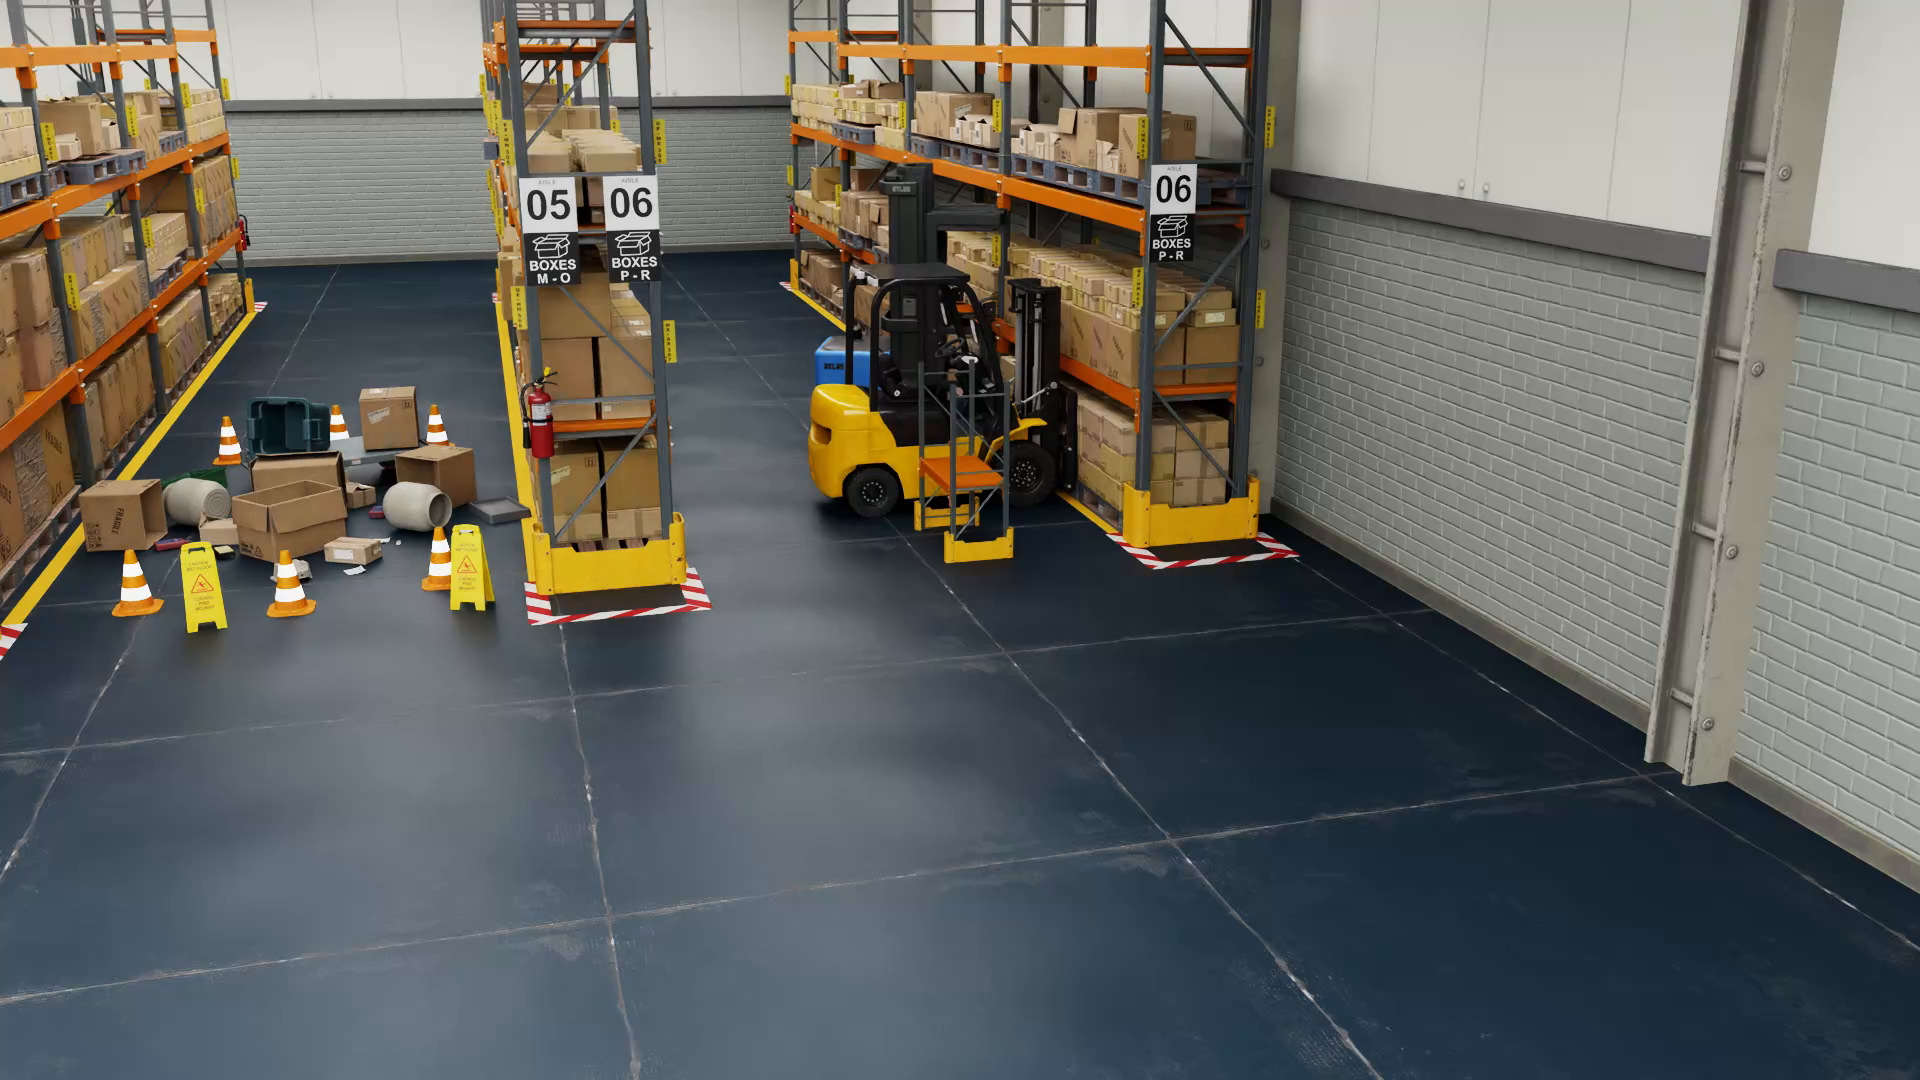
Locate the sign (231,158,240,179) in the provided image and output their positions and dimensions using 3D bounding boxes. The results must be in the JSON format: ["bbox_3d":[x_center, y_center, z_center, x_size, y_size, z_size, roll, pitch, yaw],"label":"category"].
[{"bbox_3d":[-11.356,-5.823,26.061,0.100,0.325,0.005,-5,17,-15],"label":"sign"}]

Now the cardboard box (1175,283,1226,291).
[{"bbox_3d":[2.105,-2.155,14.594,0.380,0.149,0.250,-4,17,-13],"label":"cardboard box"}]

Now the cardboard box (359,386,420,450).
[{"bbox_3d":[-5.569,-1.195,16.246,0.500,0.500,0.500,-5,17,-15],"label":"cardboard box"}]

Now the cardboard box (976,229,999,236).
[{"bbox_3d":[0.414,-3.682,20.196,0.380,0.149,0.250,-5,17,-16],"label":"cardboard box"}]

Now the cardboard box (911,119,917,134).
[{"bbox_3d":[-0.390,-5.132,20.611,0.380,0.166,0.250,-5,17,-15],"label":"cardboard box"}]

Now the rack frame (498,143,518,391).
[{"bbox_3d":[-4.965,-3.285,20.175,1.000,3.000,0.127,-5,17,-15],"label":"rack frame"}]

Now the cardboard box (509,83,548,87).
[{"bbox_3d":[-6.466,-6.497,24.570,0.797,0.503,0.637,-3,17,-11],"label":"cardboard box"}]

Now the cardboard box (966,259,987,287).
[{"bbox_3d":[0.376,-2.997,18.607,0.500,0.250,0.500,-5,17,-17],"label":"cardboard box"}]

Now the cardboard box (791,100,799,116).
[{"bbox_3d":[-2.533,-7.254,27.918,0.500,0.250,0.500,-5,17,-16],"label":"cardboard box"}]

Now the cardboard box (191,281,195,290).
[{"bbox_3d":[-11.793,-3.819,25.143,0.380,0.149,0.250,-6,18,-18],"label":"cardboard box"}]

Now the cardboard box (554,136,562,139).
[{"bbox_3d":[-4.166,-3.895,16.521,0.500,0.250,0.500,-5,17,-16],"label":"cardboard box"}]

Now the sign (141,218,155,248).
[{"bbox_3d":[-9.164,-3.465,18.761,0.100,0.325,0.005,-5,17,-15],"label":"sign"}]

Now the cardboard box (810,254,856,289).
[{"bbox_3d":[-2.118,-4.479,27.765,0.700,0.500,0.500,-4,17,-13],"label":"cardboard box"}]

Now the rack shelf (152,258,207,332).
[{"bbox_3d":[-10.247,-3.075,20.724,1.077,0.370,4.000,-5,17,-15],"label":"rack shelf"}]

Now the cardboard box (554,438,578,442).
[{"bbox_3d":[-3.403,-0.924,13.931,0.380,0.149,0.250,-4,17,-14],"label":"cardboard box"}]

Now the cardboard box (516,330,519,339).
[{"bbox_3d":[-4.013,-2.225,15.955,0.500,0.500,0.500,-5,17,-15],"label":"cardboard box"}]

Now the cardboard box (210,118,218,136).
[{"bbox_3d":[-11.246,-6.060,24.458,0.500,0.250,0.500,-4,17,-13],"label":"cardboard box"}]

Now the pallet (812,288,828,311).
[{"bbox_3d":[-1.820,-3.978,27.327,1.003,0.211,1.213,-5,17,-15],"label":"pallet"}]

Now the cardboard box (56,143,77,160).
[{"bbox_3d":[-8.733,-3.733,15.984,0.380,0.149,0.250,-5,17,-15],"label":"cardboard box"}]

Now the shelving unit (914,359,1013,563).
[{"bbox_3d":[0.021,-0.697,14.166,0.587,1.500,1.083,-5,17,-15],"label":"shelving unit"}]

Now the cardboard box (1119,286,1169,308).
[{"bbox_3d":[1.606,-2.115,14.460,0.380,0.149,0.250,-5,17,-15],"label":"cardboard box"}]

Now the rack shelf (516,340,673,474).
[{"bbox_3d":[-3.317,-1.281,14.753,1.077,0.370,4.000,-5,17,-15],"label":"rack shelf"}]

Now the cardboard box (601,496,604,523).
[{"bbox_3d":[-2.856,-0.343,14.431,0.500,0.250,0.500,-4,17,-13],"label":"cardboard box"}]

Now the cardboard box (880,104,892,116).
[{"bbox_3d":[-0.858,-5.738,22.176,0.380,0.149,0.250,-5,17,-16],"label":"cardboard box"}]

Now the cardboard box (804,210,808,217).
[{"bbox_3d":[-2.451,-5.592,28.290,0.380,0.149,0.250,-4,17,-14],"label":"cardboard box"}]

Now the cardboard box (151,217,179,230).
[{"bbox_3d":[-10.355,-4.097,21.548,0.380,0.149,0.250,-5,18,-17],"label":"cardboard box"}]

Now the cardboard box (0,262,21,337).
[{"bbox_3d":[-8.250,-1.940,13.560,0.875,0.550,0.550,-5,17,-15],"label":"cardboard box"}]

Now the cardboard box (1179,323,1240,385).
[{"bbox_3d":[2.136,-1.673,14.633,0.500,0.500,0.500,-4,17,-13],"label":"cardboard box"}]

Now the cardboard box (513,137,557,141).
[{"bbox_3d":[-3.683,-3.408,14.420,0.380,0.149,0.250,-5,17,-16],"label":"cardboard box"}]

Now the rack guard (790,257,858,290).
[{"bbox_3d":[-2.372,-4.673,29.141,1.175,0.500,0.348,-5,17,-15],"label":"rack guard"}]

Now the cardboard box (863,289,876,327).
[{"bbox_3d":[-1.088,-3.353,24.014,0.500,0.500,0.500,-5,17,-17],"label":"cardboard box"}]

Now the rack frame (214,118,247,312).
[{"bbox_3d":[-11.896,-5.079,26.145,1.000,3.000,0.127,-5,17,-15],"label":"rack frame"}]

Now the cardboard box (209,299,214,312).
[{"bbox_3d":[-10.711,-3.285,23.367,0.380,0.149,0.250,-4,17,-13],"label":"cardboard box"}]

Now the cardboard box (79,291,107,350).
[{"bbox_3d":[-8.623,-2.114,16.101,0.500,0.500,0.500,-5,17,-15],"label":"cardboard box"}]

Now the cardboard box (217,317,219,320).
[{"bbox_3d":[-10.779,-3.072,23.692,0.380,0.149,0.250,-5,17,-16],"label":"cardboard box"}]

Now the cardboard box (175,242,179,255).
[{"bbox_3d":[-10.290,-3.749,21.424,0.380,0.149,0.250,-6,18,-18],"label":"cardboard box"}]

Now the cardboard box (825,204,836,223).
[{"bbox_3d":[-1.820,-5.115,26.009,0.500,0.250,0.500,-5,17,-15],"label":"cardboard box"}]

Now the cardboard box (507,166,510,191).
[{"bbox_3d":[-3.592,-3.122,14.160,0.500,0.250,0.500,-5,17,-15],"label":"cardboard box"}]

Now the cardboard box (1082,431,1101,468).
[{"bbox_3d":[1.443,-0.839,15.211,0.500,0.250,0.500,-5,17,-16],"label":"cardboard box"}]

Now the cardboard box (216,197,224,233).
[{"bbox_3d":[-11.112,-4.744,24.340,0.500,0.500,0.500,-4,17,-12],"label":"cardboard box"}]

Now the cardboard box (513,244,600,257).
[{"bbox_3d":[-3.492,-2.288,14.426,0.700,0.500,0.500,-5,17,-16],"label":"cardboard box"}]

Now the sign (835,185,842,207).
[{"bbox_3d":[-1.813,-5.155,24.893,0.100,0.325,0.005,-5,17,-15],"label":"sign"}]

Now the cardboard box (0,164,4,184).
[{"bbox_3d":[-7.839,-2.897,13.201,0.380,0.149,0.250,-5,17,-16],"label":"cardboard box"}]

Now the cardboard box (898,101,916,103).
[{"bbox_3d":[-0.650,-5.995,22.997,0.380,0.149,0.250,-4,17,-14],"label":"cardboard box"}]

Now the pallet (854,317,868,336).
[{"bbox_3d":[-1.033,-3.227,24.830,1.003,0.211,1.213,-5,17,-15],"label":"pallet"}]

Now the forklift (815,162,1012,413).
[{"bbox_3d":[0.017,-2.440,17.481,3.031,2.935,1.130,1,17,5],"label":"forklift"}]

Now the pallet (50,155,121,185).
[{"bbox_3d":[-9.159,-3.729,16.766,1.003,0.211,1.213,-4,17,-13],"label":"pallet"}]

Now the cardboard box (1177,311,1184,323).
[{"bbox_3d":[2.032,-2.002,14.601,0.380,0.149,0.250,-5,17,-15],"label":"cardboard box"}]

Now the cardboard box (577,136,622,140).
[{"bbox_3d":[-3.148,-3.453,14.570,0.380,0.149,0.250,-4,17,-15],"label":"cardboard box"}]

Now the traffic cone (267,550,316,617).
[{"bbox_3d":[-5.099,0.308,12.624,0.336,0.463,0.334,-5,17,-15],"label":"traffic cone"}]

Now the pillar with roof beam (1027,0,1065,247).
[{"bbox_3d":[-3.108,-5.922,18.525,9.100,9.000,0.400,-5,17,-15],"label":"pillar with roof beam"}]

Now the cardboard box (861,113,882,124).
[{"bbox_3d":[-1.146,-5.813,22.909,0.380,0.149,0.250,-4,17,-14],"label":"cardboard box"}]

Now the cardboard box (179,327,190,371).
[{"bbox_3d":[-9.933,-2.366,20.730,0.500,0.500,0.500,-5,17,-17],"label":"cardboard box"}]

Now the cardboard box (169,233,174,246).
[{"bbox_3d":[-10.209,-3.812,21.118,0.380,0.149,0.250,-6,18,-18],"label":"cardboard box"}]
